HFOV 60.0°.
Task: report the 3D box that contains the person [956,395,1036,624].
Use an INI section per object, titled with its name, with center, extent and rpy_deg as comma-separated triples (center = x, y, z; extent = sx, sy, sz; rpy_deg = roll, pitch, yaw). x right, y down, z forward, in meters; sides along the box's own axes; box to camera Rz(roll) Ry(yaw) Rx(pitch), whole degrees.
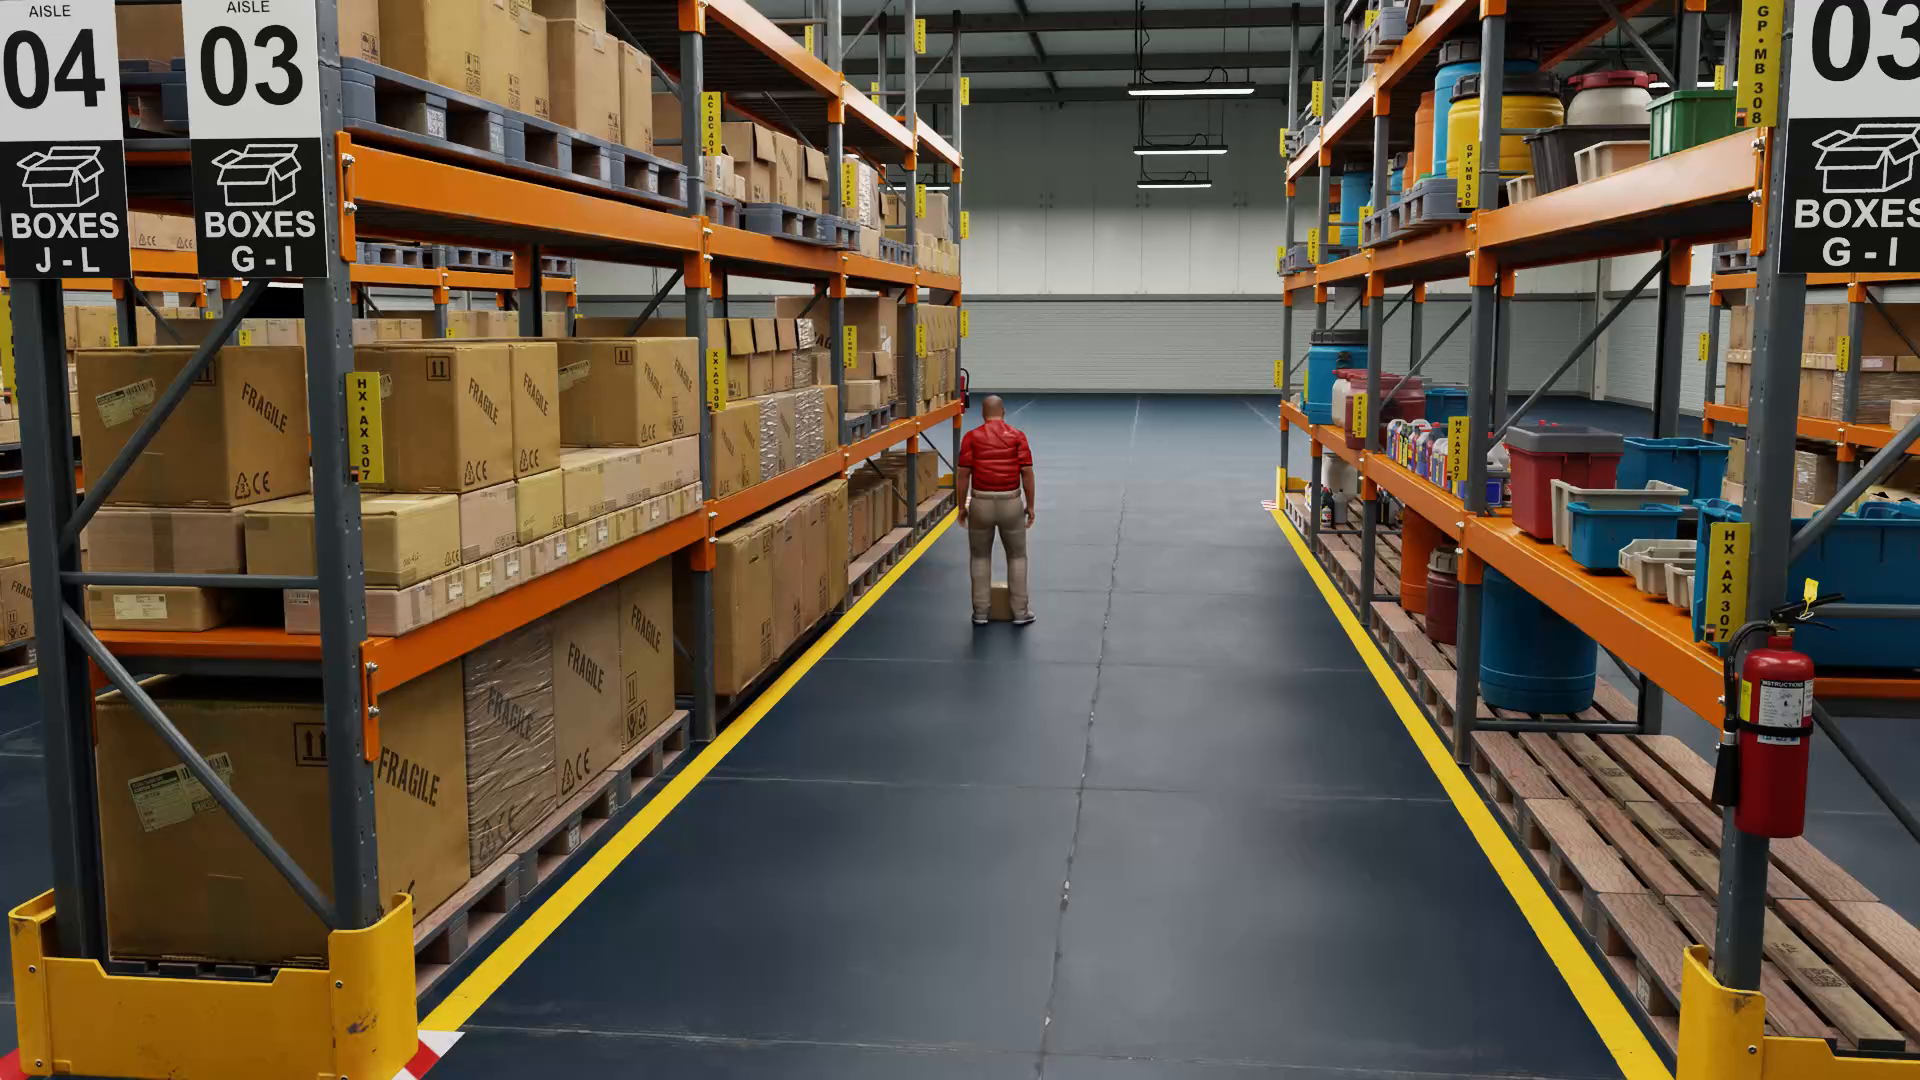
[person]
center = 0.276, -0.226, 12.558
extent = 0.603, 1.726, 0.394
rpy_deg = 0, 8, 3
